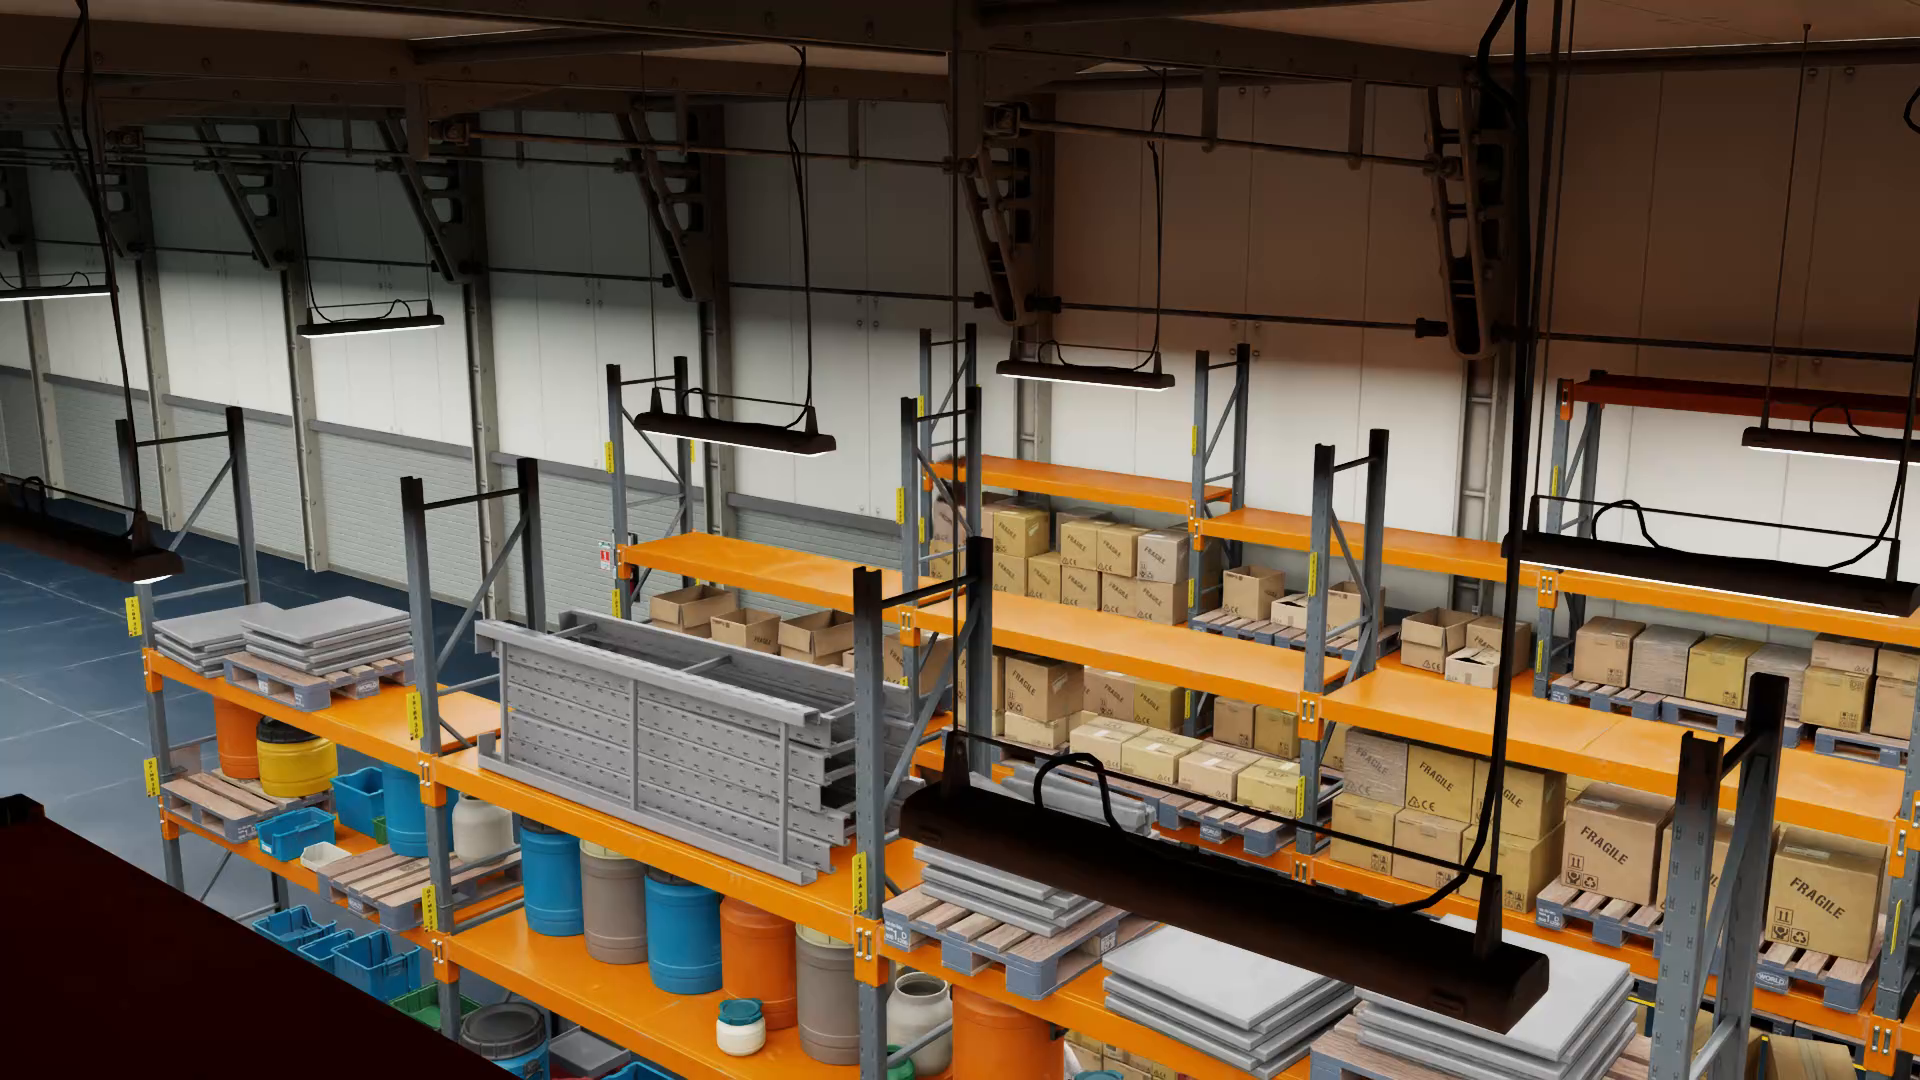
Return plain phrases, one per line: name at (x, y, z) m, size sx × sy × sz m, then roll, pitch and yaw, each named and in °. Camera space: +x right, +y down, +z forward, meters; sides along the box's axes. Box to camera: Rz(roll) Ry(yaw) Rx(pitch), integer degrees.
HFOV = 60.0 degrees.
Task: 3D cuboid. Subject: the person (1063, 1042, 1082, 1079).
person at (0.563, 4.441, 13.005) m, size 0.637 × 1.628 × 0.615 m, roll 9°, pitch 15°, yaw 34°
